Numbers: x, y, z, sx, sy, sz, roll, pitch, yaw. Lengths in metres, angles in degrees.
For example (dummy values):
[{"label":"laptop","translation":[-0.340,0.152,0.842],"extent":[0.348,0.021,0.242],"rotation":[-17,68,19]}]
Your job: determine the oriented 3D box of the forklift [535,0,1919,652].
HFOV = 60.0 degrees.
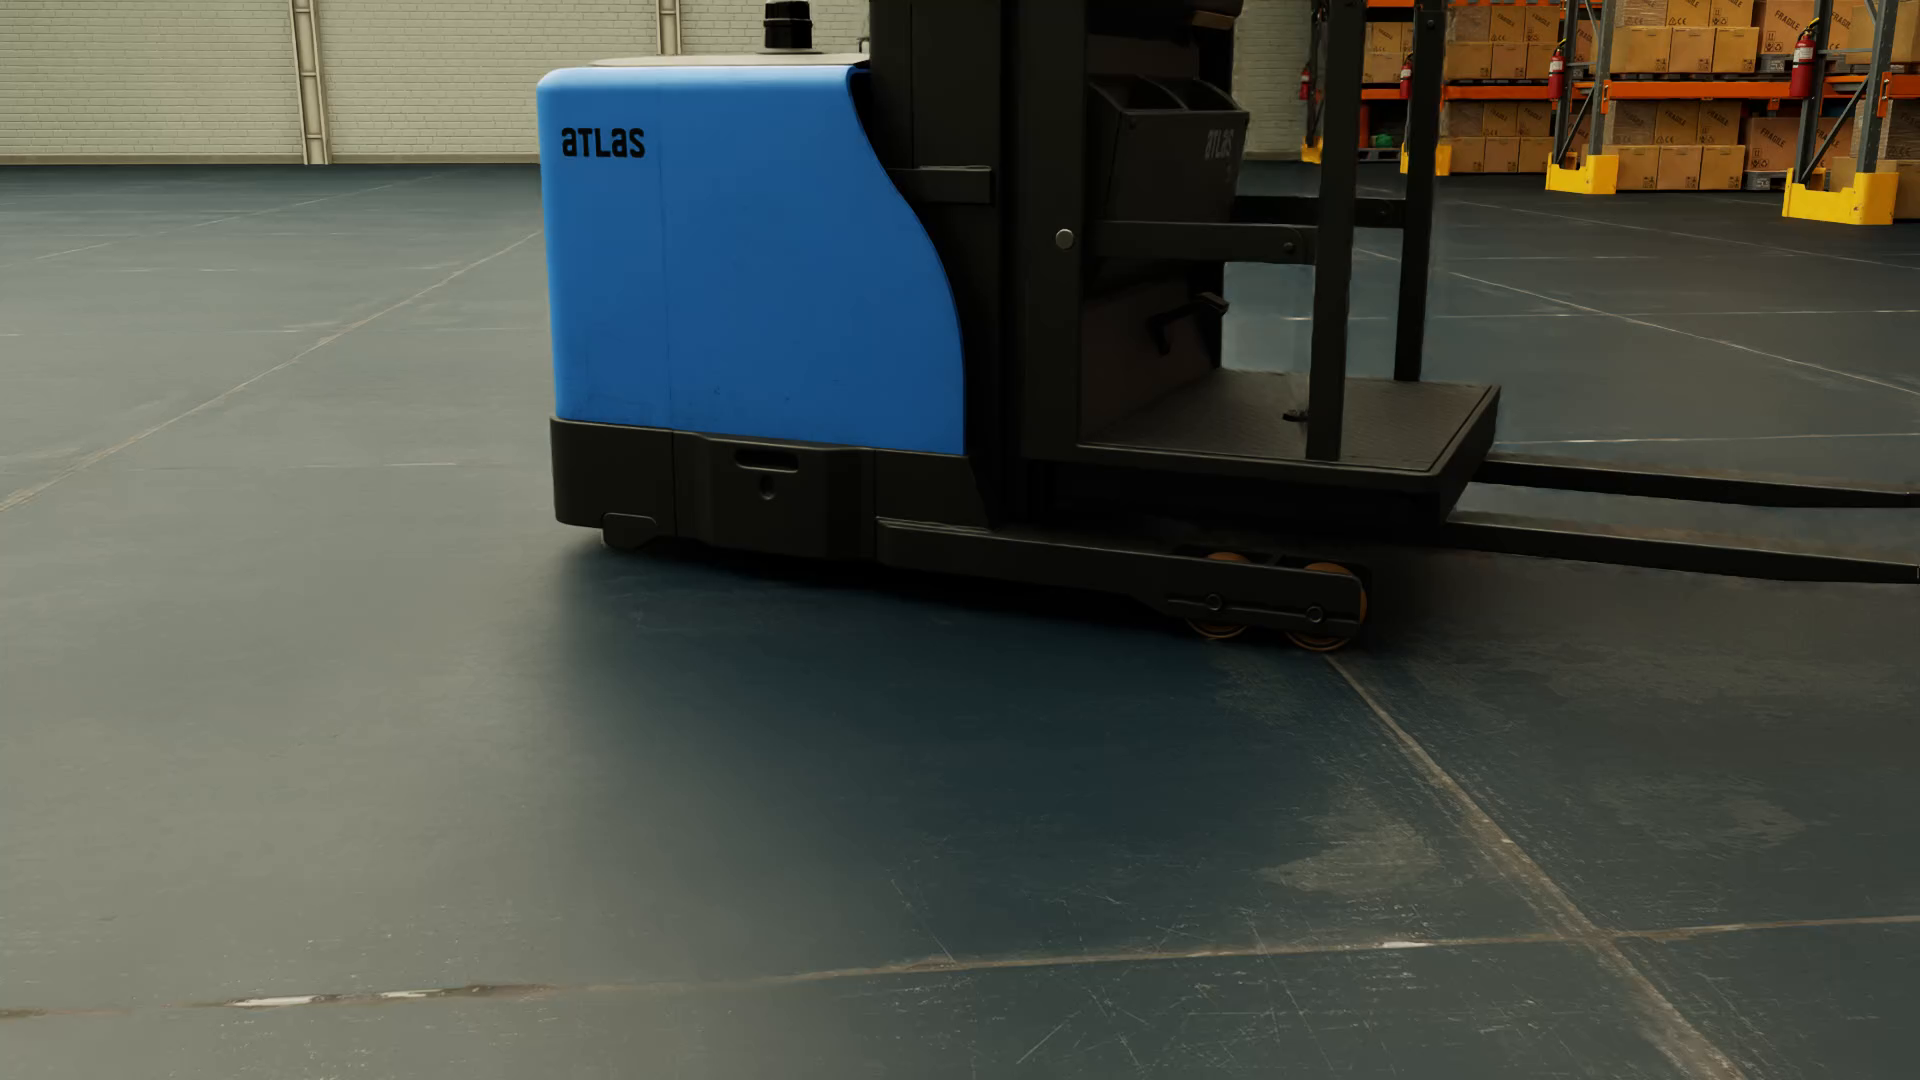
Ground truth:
[{"label":"forklift","translation":[0.626,-1.360,3.345],"extent":[3.031,2.935,1.130],"rotation":[6,16,23]}]
